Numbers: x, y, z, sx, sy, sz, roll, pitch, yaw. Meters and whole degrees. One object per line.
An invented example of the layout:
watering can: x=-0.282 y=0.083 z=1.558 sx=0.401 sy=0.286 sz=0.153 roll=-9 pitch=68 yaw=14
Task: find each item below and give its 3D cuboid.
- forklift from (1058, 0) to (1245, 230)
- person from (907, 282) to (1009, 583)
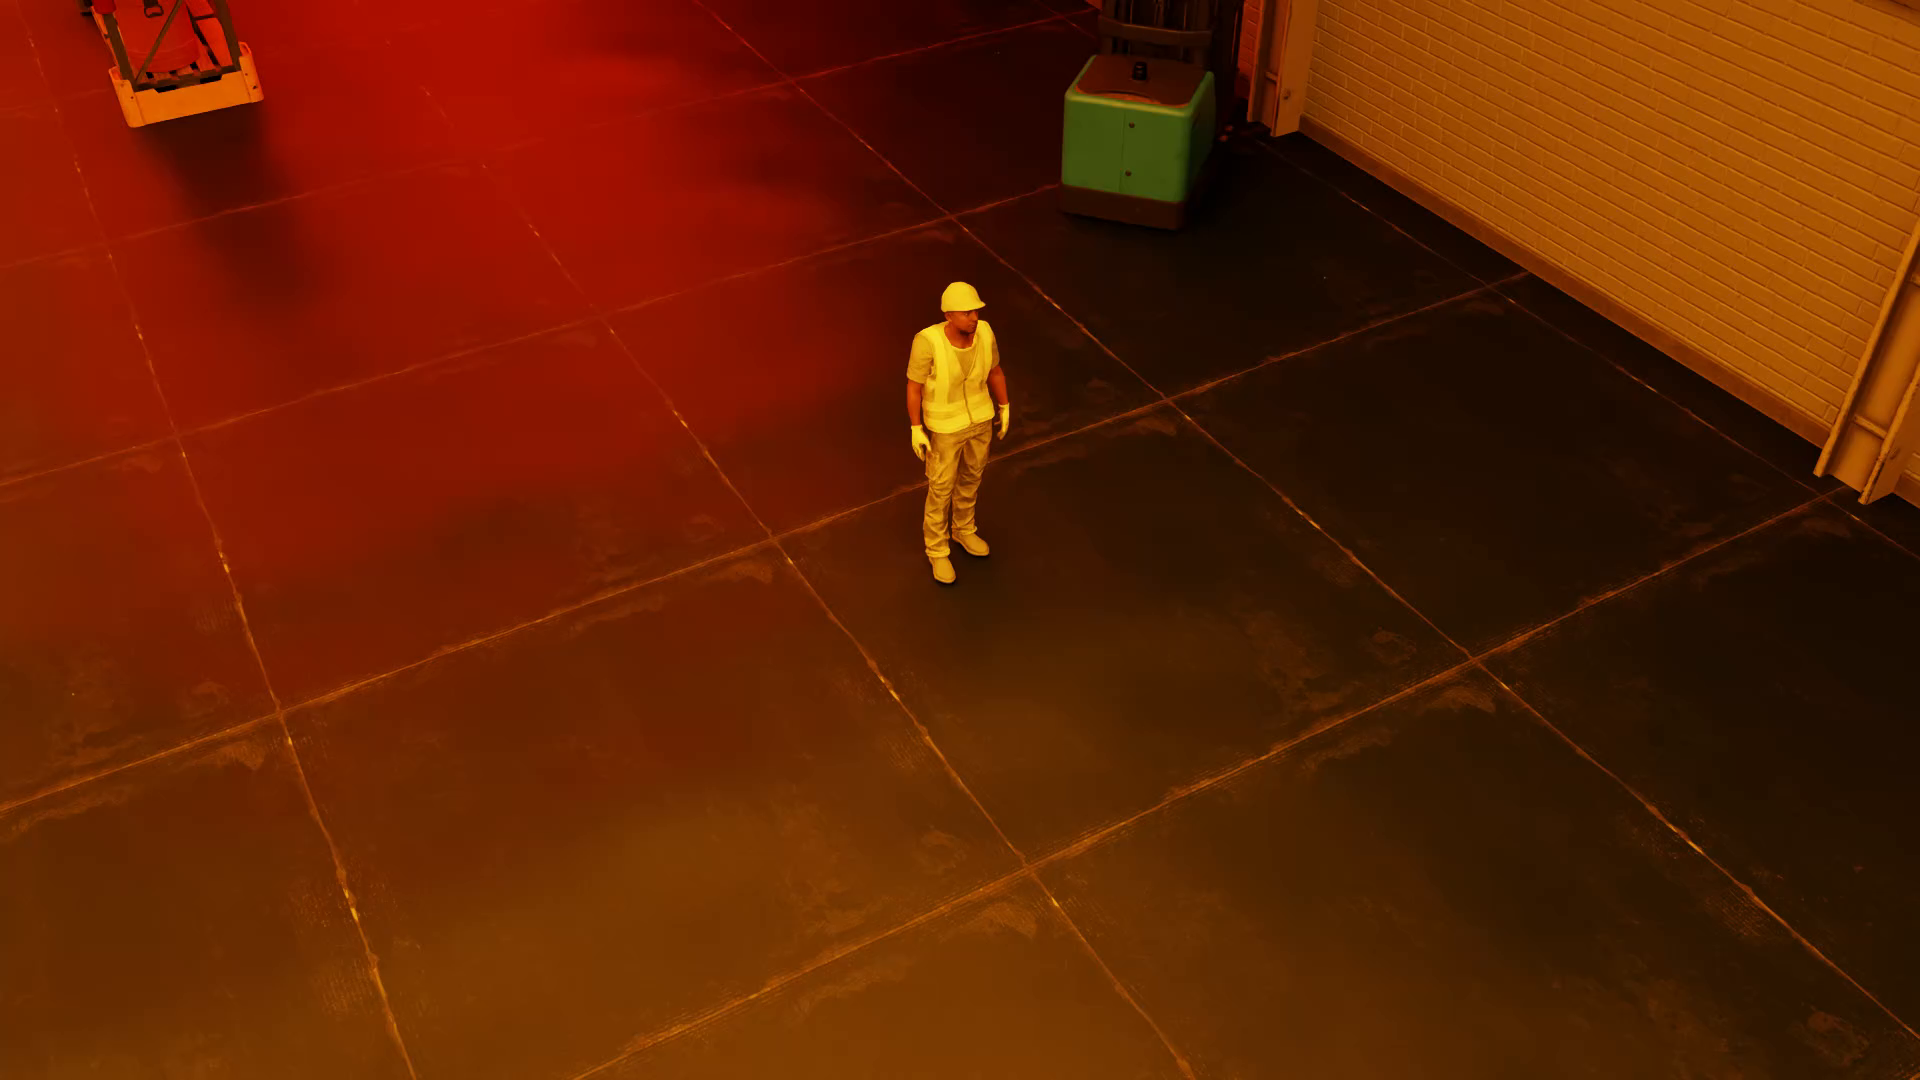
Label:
forklift: x=1.765 y=-4.529 z=13.497 sx=1.130 sy=2.935 sz=3.031 roll=13 pitch=41 yaw=15
person: x=0.029 y=-0.649 z=9.706 sx=0.657 sy=1.785 sz=0.575 roll=-20 pitch=44 yaw=-23
